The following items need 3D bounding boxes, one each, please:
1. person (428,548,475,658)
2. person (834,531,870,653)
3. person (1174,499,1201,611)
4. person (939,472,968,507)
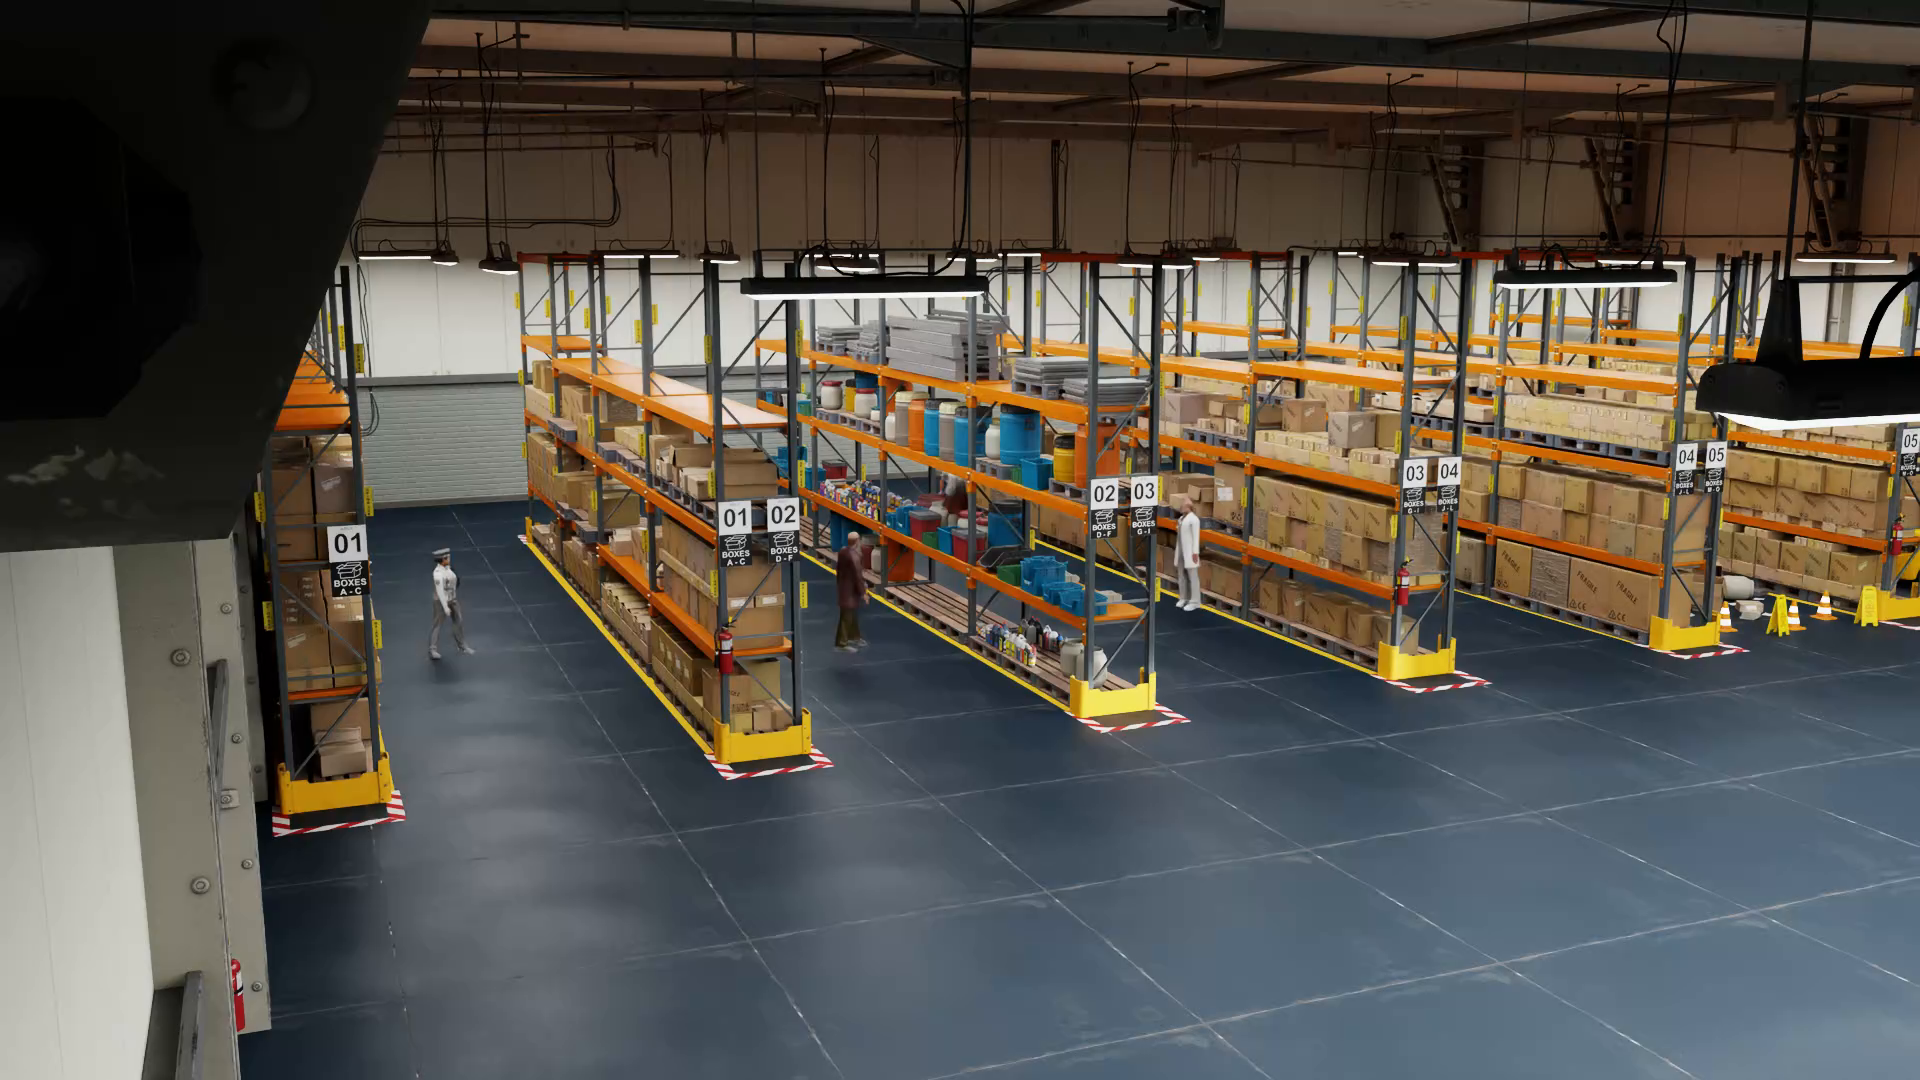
[{"bbox_3d":[-7.791,0.953,25.277,0.520,1.698,0.637,3,11,16],"label":"person"},{"bbox_3d":[-1.592,0.760,24.435,0.615,1.809,0.726,-3,11,-15],"label":"person"},{"bbox_3d":[3.702,0.223,27.245,0.436,1.790,0.589,-7,12,-33],"label":"person"},{"bbox_3d":[-0.094,-0.880,35.204,0.600,1.807,0.877,-4,11,-23],"label":"person"}]
